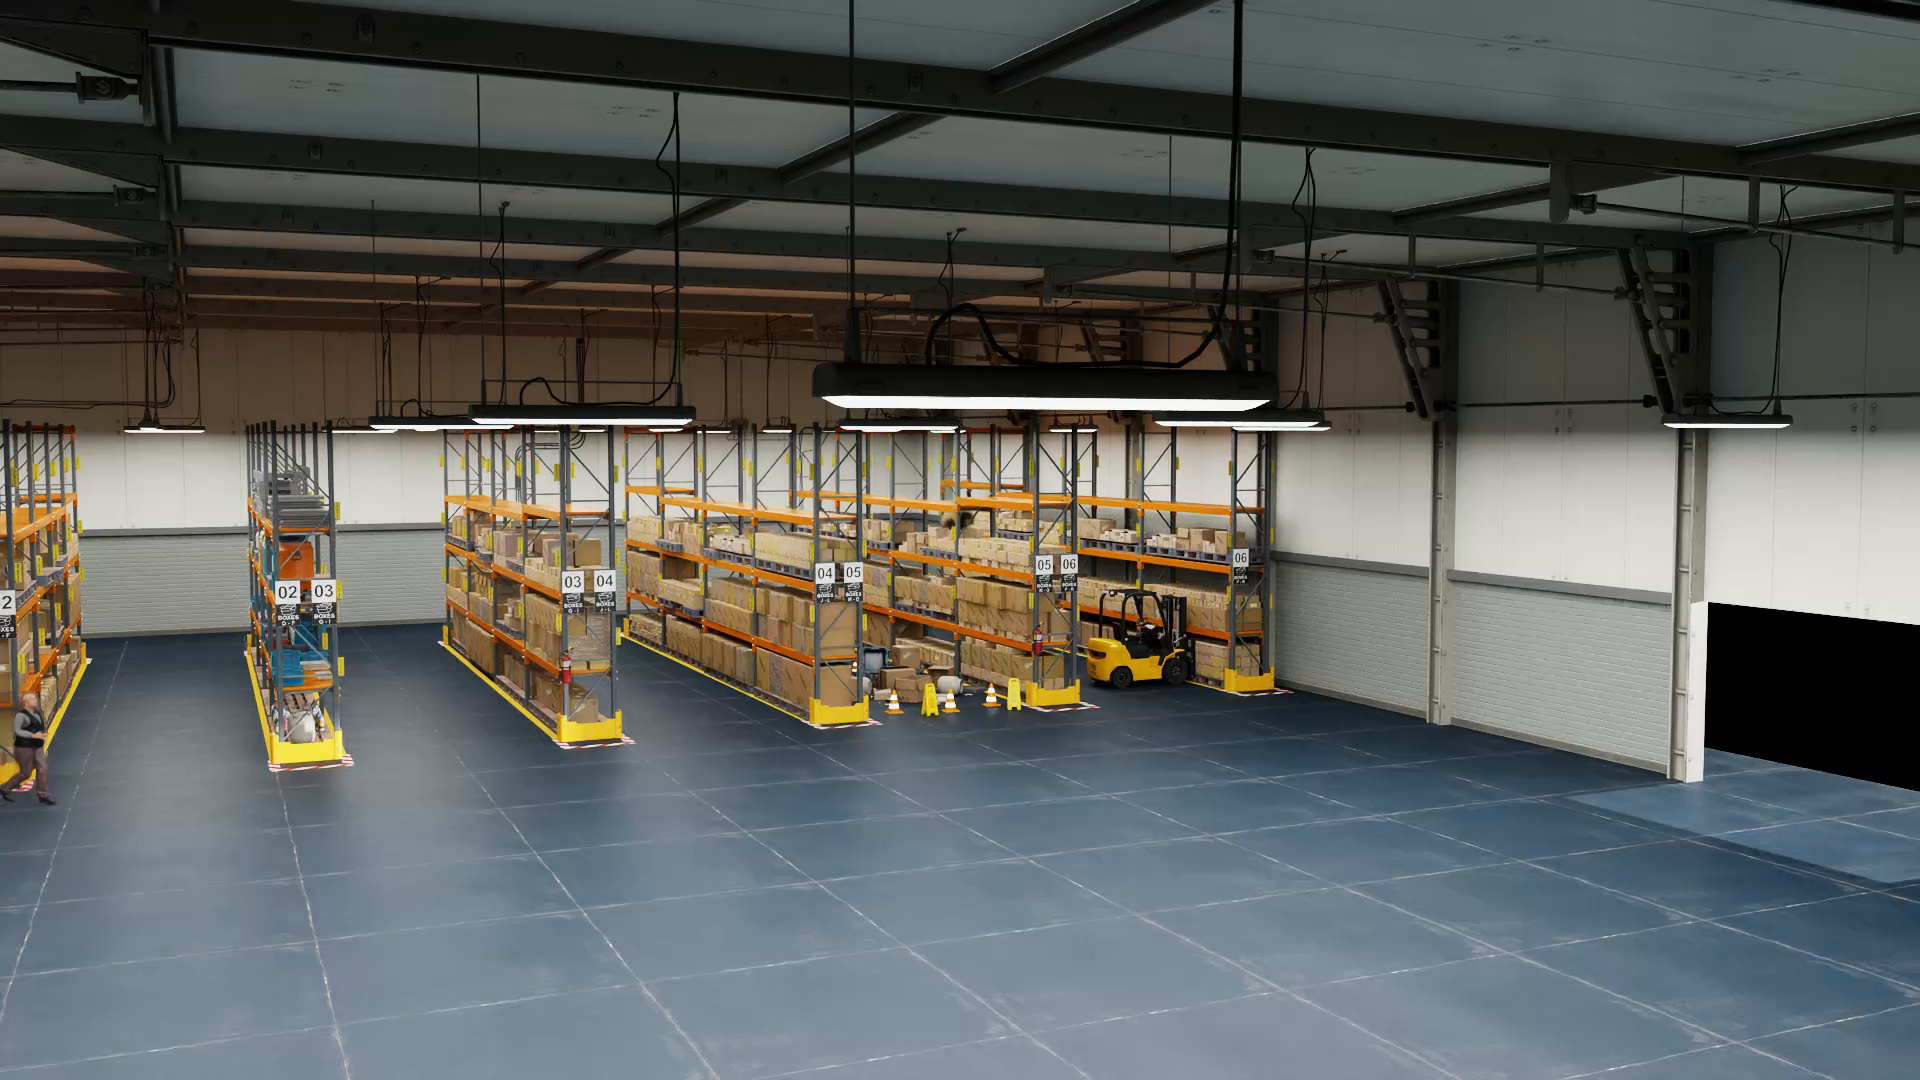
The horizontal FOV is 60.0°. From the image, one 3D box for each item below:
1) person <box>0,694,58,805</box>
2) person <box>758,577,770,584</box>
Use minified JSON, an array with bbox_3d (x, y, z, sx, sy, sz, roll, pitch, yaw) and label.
[{"bbox_3d":[-14.460,3.248,25.811,0.849,1.743,0.681,0,4,3],"label":"person"},{"bbox_3d":[-6.159,1.639,50.781,0.861,1.808,0.685,-1,4,-19],"label":"person"}]
